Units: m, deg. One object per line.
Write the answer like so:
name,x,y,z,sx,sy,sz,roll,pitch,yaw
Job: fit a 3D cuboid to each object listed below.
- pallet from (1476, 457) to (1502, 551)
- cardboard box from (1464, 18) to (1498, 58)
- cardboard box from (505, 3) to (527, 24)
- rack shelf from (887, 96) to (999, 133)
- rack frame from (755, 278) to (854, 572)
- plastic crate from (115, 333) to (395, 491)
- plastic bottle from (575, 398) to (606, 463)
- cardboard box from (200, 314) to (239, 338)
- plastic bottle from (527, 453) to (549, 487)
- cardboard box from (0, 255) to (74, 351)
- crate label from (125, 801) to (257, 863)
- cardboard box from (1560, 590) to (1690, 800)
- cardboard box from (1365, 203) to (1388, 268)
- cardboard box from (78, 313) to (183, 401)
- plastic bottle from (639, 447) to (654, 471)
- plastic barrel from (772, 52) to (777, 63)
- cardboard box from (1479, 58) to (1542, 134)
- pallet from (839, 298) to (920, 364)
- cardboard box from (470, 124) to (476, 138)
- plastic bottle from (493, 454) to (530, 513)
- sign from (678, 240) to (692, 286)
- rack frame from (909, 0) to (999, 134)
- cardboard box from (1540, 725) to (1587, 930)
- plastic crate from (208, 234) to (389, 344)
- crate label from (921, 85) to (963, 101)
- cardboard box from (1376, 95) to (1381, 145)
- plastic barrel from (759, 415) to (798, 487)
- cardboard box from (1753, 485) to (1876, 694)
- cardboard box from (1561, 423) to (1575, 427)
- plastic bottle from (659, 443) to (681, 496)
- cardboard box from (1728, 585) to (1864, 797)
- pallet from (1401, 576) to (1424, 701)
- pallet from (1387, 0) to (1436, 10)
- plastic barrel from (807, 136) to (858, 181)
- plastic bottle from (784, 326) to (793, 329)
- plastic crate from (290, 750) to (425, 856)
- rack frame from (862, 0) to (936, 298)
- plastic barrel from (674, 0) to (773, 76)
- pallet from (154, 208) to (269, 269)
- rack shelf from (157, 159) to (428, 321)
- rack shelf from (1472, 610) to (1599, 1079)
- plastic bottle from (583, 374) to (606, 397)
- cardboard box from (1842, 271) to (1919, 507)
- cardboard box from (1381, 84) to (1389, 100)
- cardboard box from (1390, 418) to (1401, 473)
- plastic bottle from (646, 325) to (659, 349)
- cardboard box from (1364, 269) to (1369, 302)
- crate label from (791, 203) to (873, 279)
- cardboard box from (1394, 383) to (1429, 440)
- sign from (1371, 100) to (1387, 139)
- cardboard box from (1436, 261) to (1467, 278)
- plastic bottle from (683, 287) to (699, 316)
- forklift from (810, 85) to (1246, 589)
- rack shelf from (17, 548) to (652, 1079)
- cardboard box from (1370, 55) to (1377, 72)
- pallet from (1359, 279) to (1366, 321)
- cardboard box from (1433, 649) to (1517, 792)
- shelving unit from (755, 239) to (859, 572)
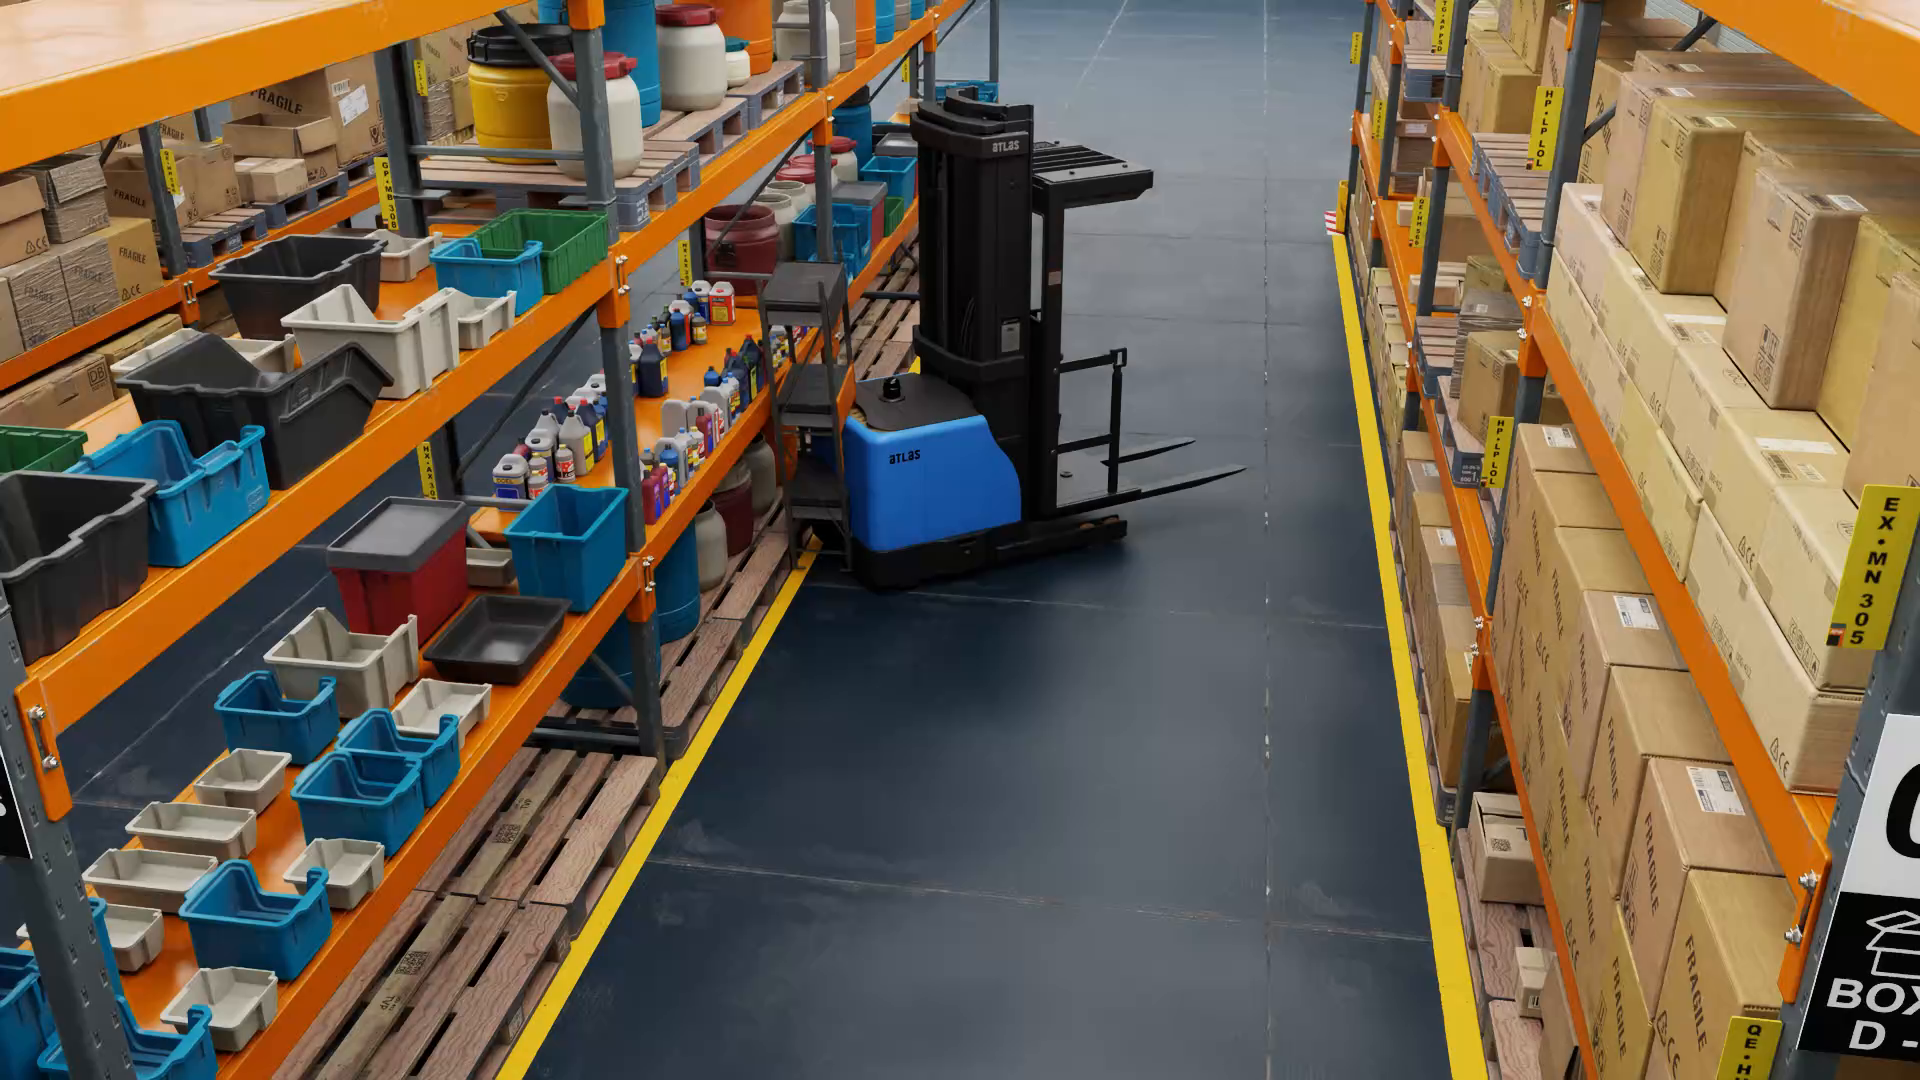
pallet,3.094,-0.054,8.053,1.003,0.211,1.213,4,25,9
cardboard box,3.528,-3.162,10.609,0.500,0.250,0.500,2,25,5
cardboard box,-4.962,-5.488,17.788,0.500,0.500,0.500,4,25,9
rack shelf,-0.396,-4.016,17.139,1.077,0.370,4.000,4,25,9
rack frame,-0.929,-0.646,10.124,0.400,2.100,0.015,4,38,9
plastic crate,-2.163,-0.436,5.179,0.504,0.338,0.767,4,25,9
plastic bottle,-2.030,-0.611,9.075,0.144,0.351,0.185,4,25,9
cardboard box,-6.173,-1.524,13.397,0.700,0.500,0.500,3,25,6
plastic bottle,-2.211,-0.358,8.711,0.097,0.201,0.097,0,25,0
cardboard box,-6.268,-1.571,10.951,0.500,0.500,0.500,3,25,7
crate label,-2.646,1.014,5.785,0.396,0.136,0.243,4,25,9
cardboard box,2.250,0.512,5.320,0.500,0.500,0.500,5,26,10
cardboard box,4.117,-2.862,15.690,0.500,0.500,0.500,4,25,9
cardboard box,-6.396,-1.116,12.106,1.225,0.875,0.875,3,25,6
plastic bottle,-1.645,-0.390,8.779,0.097,0.201,0.097,0,25,0
plastic barrel,-1.386,-3.227,11.251,0.294,0.245,0.294,0,25,0
cardboard box,3.303,-2.275,8.917,0.910,0.500,0.500,4,25,9
pallet,-0.813,-1.911,15.083,1.003,0.211,1.213,4,25,9
cardboard box,-5.097,-4.220,17.024,0.380,0.149,0.250,4,25,9
plastic bottle,-2.284,-0.290,8.478,0.152,0.276,0.135,4,25,9
sign,-1.920,-1.941,11.666,0.100,0.325,0.005,4,25,9
rack frame,-0.069,-5.178,18.774,1.000,3.000,0.127,4,25,9
cardboard box,2.258,0.971,5.519,0.500,0.500,0.500,4,25,8
plastic crate,-2.503,-0.958,6.374,0.497,0.269,0.590,4,25,9
crate label,-0.103,-4.405,17.081,0.502,0.435,0.616,4,25,9
cardboard box,4.560,-4.257,16.688,0.700,0.500,0.500,4,25,9
plastic barrel,-1.439,-0.833,11.557,0.600,0.830,0.708,4,25,9
cardboard box,2.035,0.109,3.527,0.500,0.250,0.500,4,25,9
cardboard box,3.154,-0.232,7.595,0.700,0.500,0.500,-4,25,-9
plastic bottle,-1.511,-0.371,8.655,0.097,0.271,0.097,0,25,0
cardboard box,2.026,0.335,3.635,0.500,0.250,0.500,4,25,9
pallet,3.149,0.594,9.732,1.003,0.211,1.213,4,25,9
pallet,4.277,-4.837,14.612,1.003,0.211,1.213,4,25,9
plastic barrel,-1.095,-3.181,14.348,0.433,0.535,0.433,0,25,0
plastic bottle,-1.128,-1.350,10.748,0.097,0.271,0.097,0,25,0
plastic crate,-2.103,0.931,5.848,0.416,0.233,0.300,4,25,9
rack frame,-0.723,-3.505,15.199,1.000,3.000,0.127,4,25,9
plastic barrel,-1.472,-3.338,10.303,0.600,0.830,0.708,4,25,9
pallet,-6.251,-2.394,13.052,1.213,0.211,1.003,4,25,9
rack shelf,-5.936,-2.686,14.298,1.077,0.370,4.000,4,25,9
rack shelf,2.529,1.348,5.680,1.077,0.370,4.000,4,25,9
plastic bottle,-2.082,-0.807,9.582,0.152,0.276,0.135,4,25,9
cardboard box,2.270,-0.214,3.333,0.700,0.500,0.500,4,25,9
cardboard box,4.246,-4.270,15.951,0.380,0.149,0.250,5,26,10
cardboard box,3.355,-0.669,11.889,0.500,0.250,0.500,5,25,10
plastic bottle,-1.947,-1.223,10.476,0.097,0.271,0.097,0,25,0
cardboard box,4.024,-2.314,15.404,0.500,0.250,0.500,4,25,9
crate label,-0.947,-2.245,12.466,0.502,0.435,0.616,4,25,9
cardboard box,3.353,-0.922,11.768,0.500,0.311,0.500,5,25,10
sign,3.616,-3.626,14.343,0.100,0.325,0.005,4,25,9
cardboard box,3.663,-1.911,12.090,0.380,0.149,0.250,6,26,12
plastic bottle,-1.812,-1.568,11.214,0.097,0.271,0.097,0,25,0
forklift,0.548,-1.454,10.898,3.031,2.935,1.130,-13,28,-26
rack shelf,-2.357,1.003,6.417,1.077,0.370,4.000,4,25,9
cardboard box,4.541,-5.023,17.560,0.380,0.149,0.250,4,25,8
pallet,4.335,-2.227,15.758,1.003,0.211,1.213,4,25,9
cardboard box,2.654,0.892,8.235,0.500,0.500,0.500,4,25,8
shelving unit,-0.891,-0.793,10.315,0.431,2.100,0.503,4,38,9
